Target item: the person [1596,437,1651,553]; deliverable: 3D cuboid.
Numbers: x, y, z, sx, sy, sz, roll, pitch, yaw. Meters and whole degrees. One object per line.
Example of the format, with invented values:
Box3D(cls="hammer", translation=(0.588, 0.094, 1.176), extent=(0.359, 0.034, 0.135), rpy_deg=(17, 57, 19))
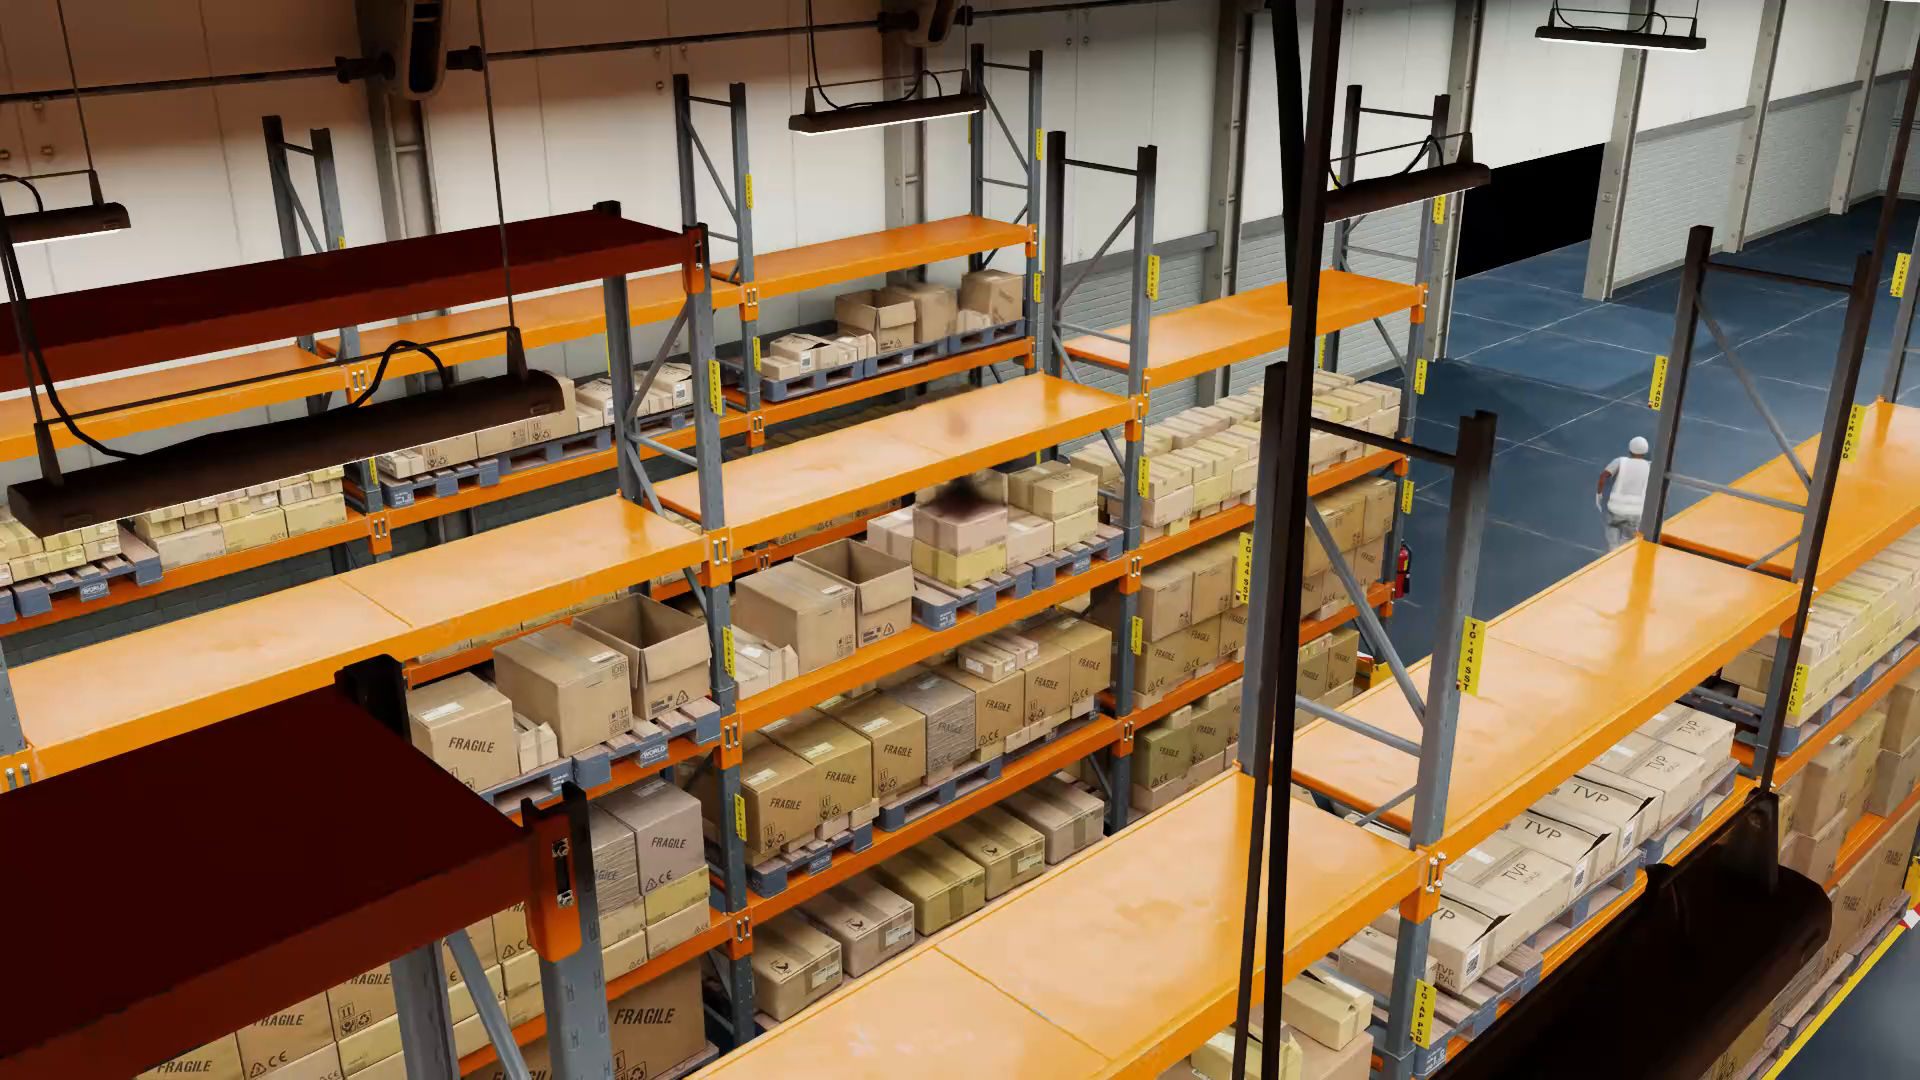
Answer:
Box3D(cls="person", translation=(7.799, -0.397, 19.537), extent=(0.730, 1.724, 0.659), rpy_deg=(5, 23, 12))
